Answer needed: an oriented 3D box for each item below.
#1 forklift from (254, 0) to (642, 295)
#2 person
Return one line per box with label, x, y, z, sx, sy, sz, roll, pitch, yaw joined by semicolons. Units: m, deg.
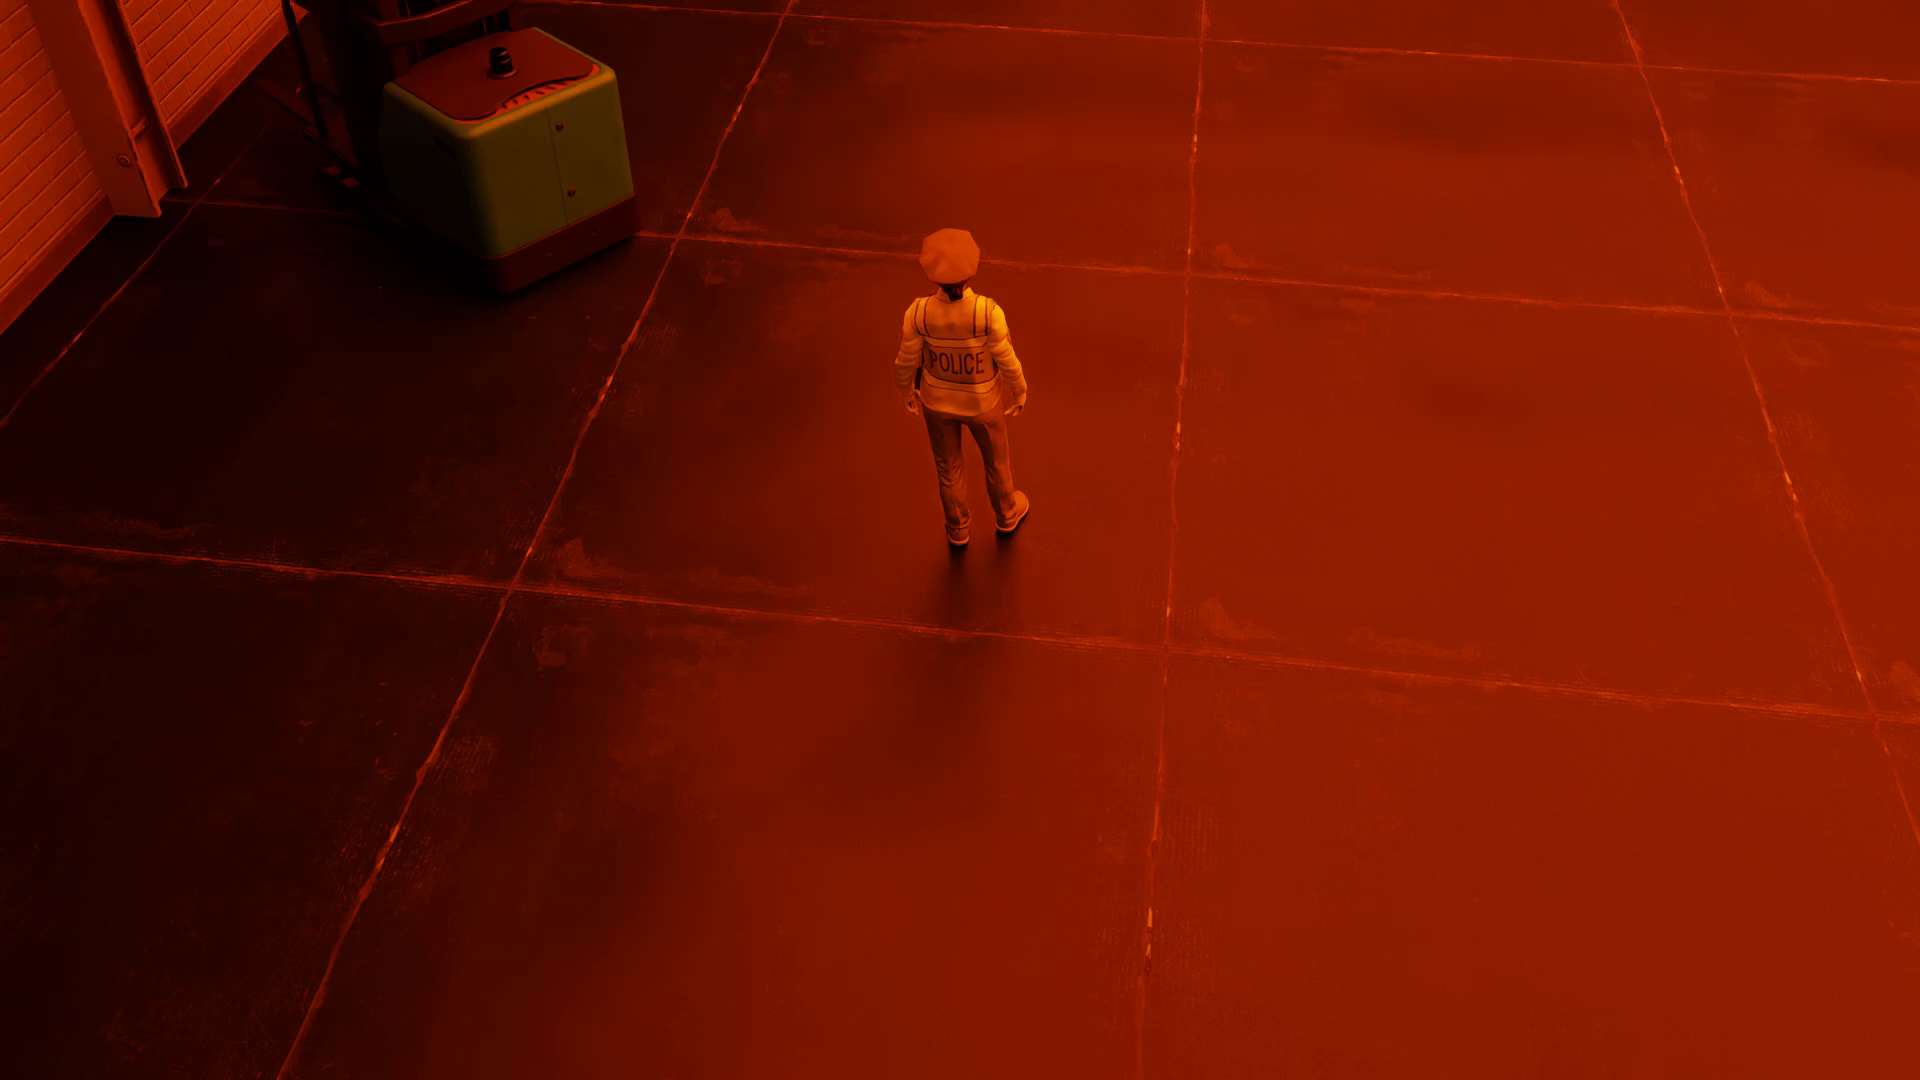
forklift;-3.276;-3.335;9.354;3.031;2.935;1.130;34;52;31
person;0.015;-0.675;7.362;0.587;1.695;0.531;5;43;6
